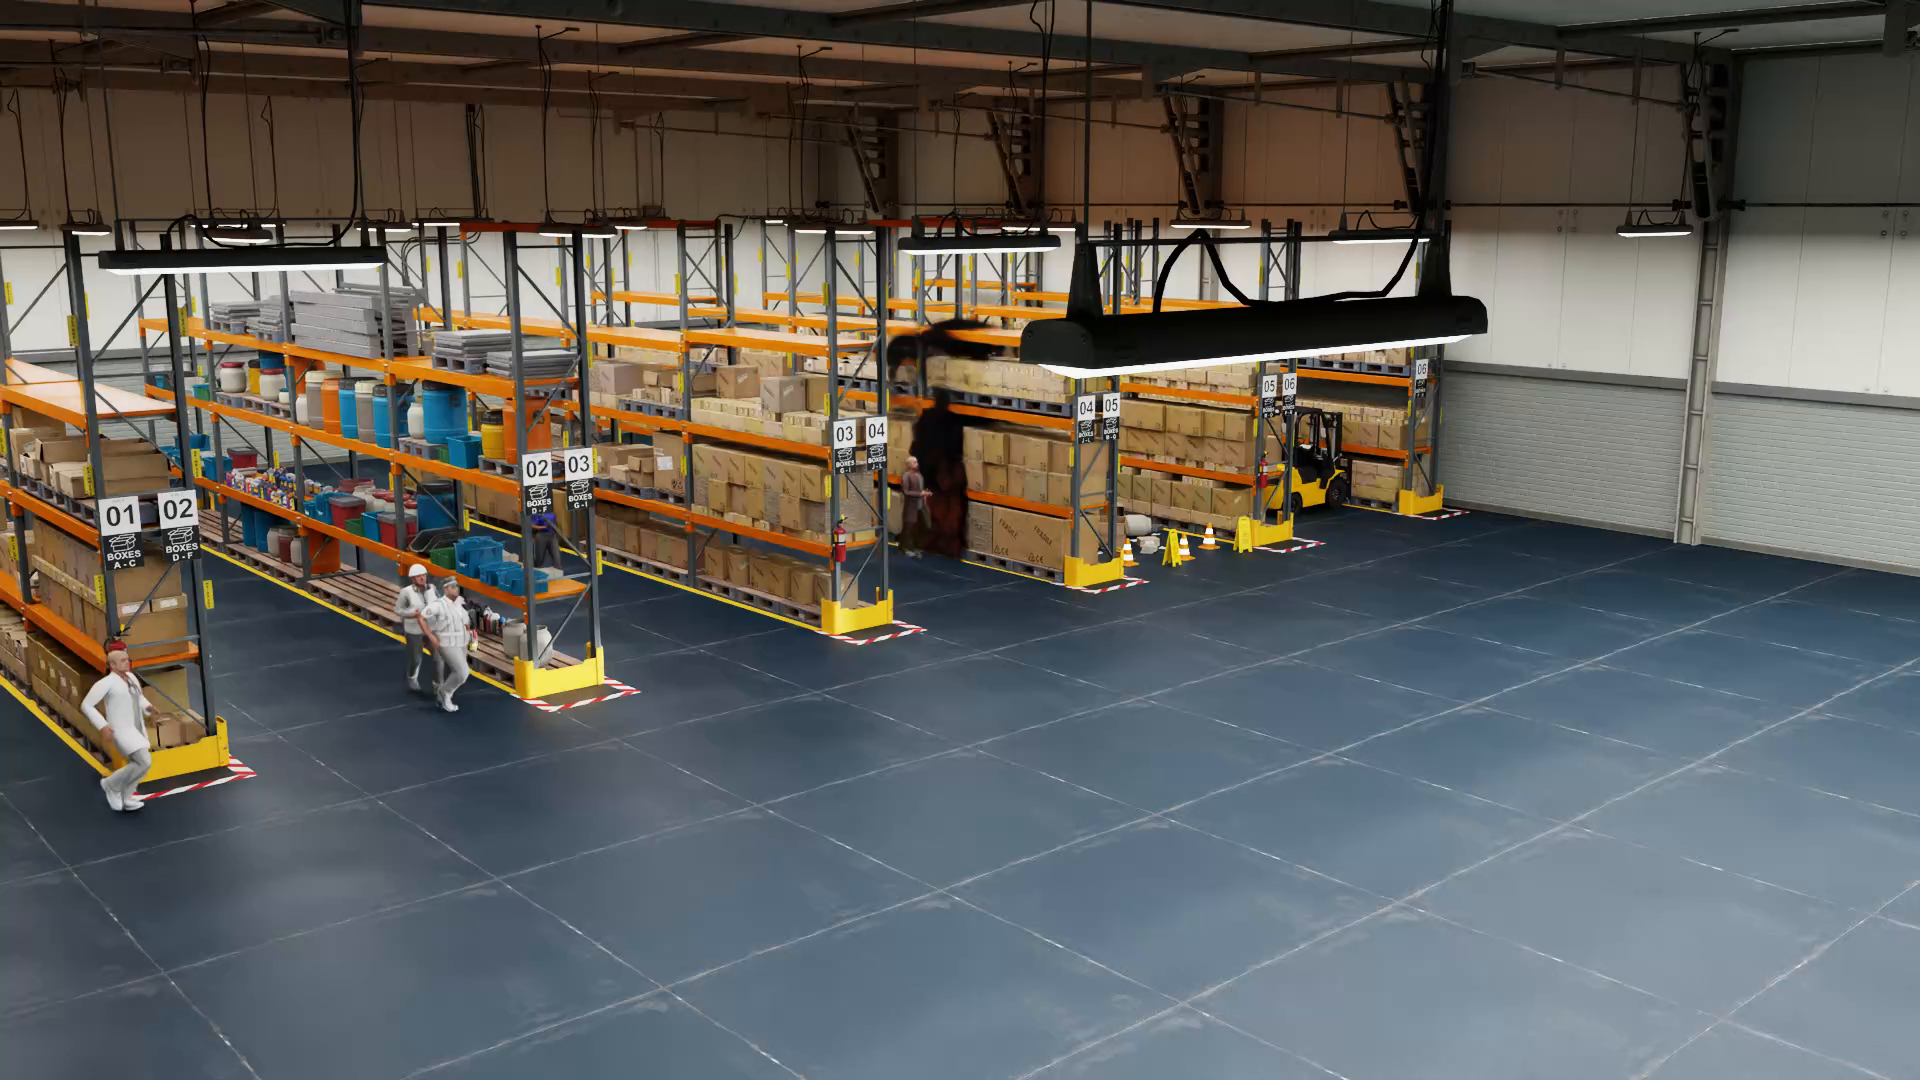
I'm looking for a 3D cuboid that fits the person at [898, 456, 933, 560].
[{"bbox_3d":[-0.759,-0.541,28.701,0.727,1.817,0.680,9,14,37],"label":"person"}]

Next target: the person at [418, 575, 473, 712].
[{"bbox_3d":[-6.391,1.303,21.002,0.605,1.732,0.658,4,12,19],"label":"person"}]

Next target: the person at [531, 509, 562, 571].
[{"bbox_3d":[-6.851,0.009,27.517,0.936,1.636,0.575,10,15,41],"label":"person"}]

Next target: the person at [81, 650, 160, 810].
[{"bbox_3d":[-8.736,2.010,17.506,0.632,1.730,0.701,1,11,5],"label":"person"}]

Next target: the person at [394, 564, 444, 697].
[{"bbox_3d":[-6.999,1.182,21.587,0.679,1.807,0.890,-8,14,-36],"label":"person"}]
